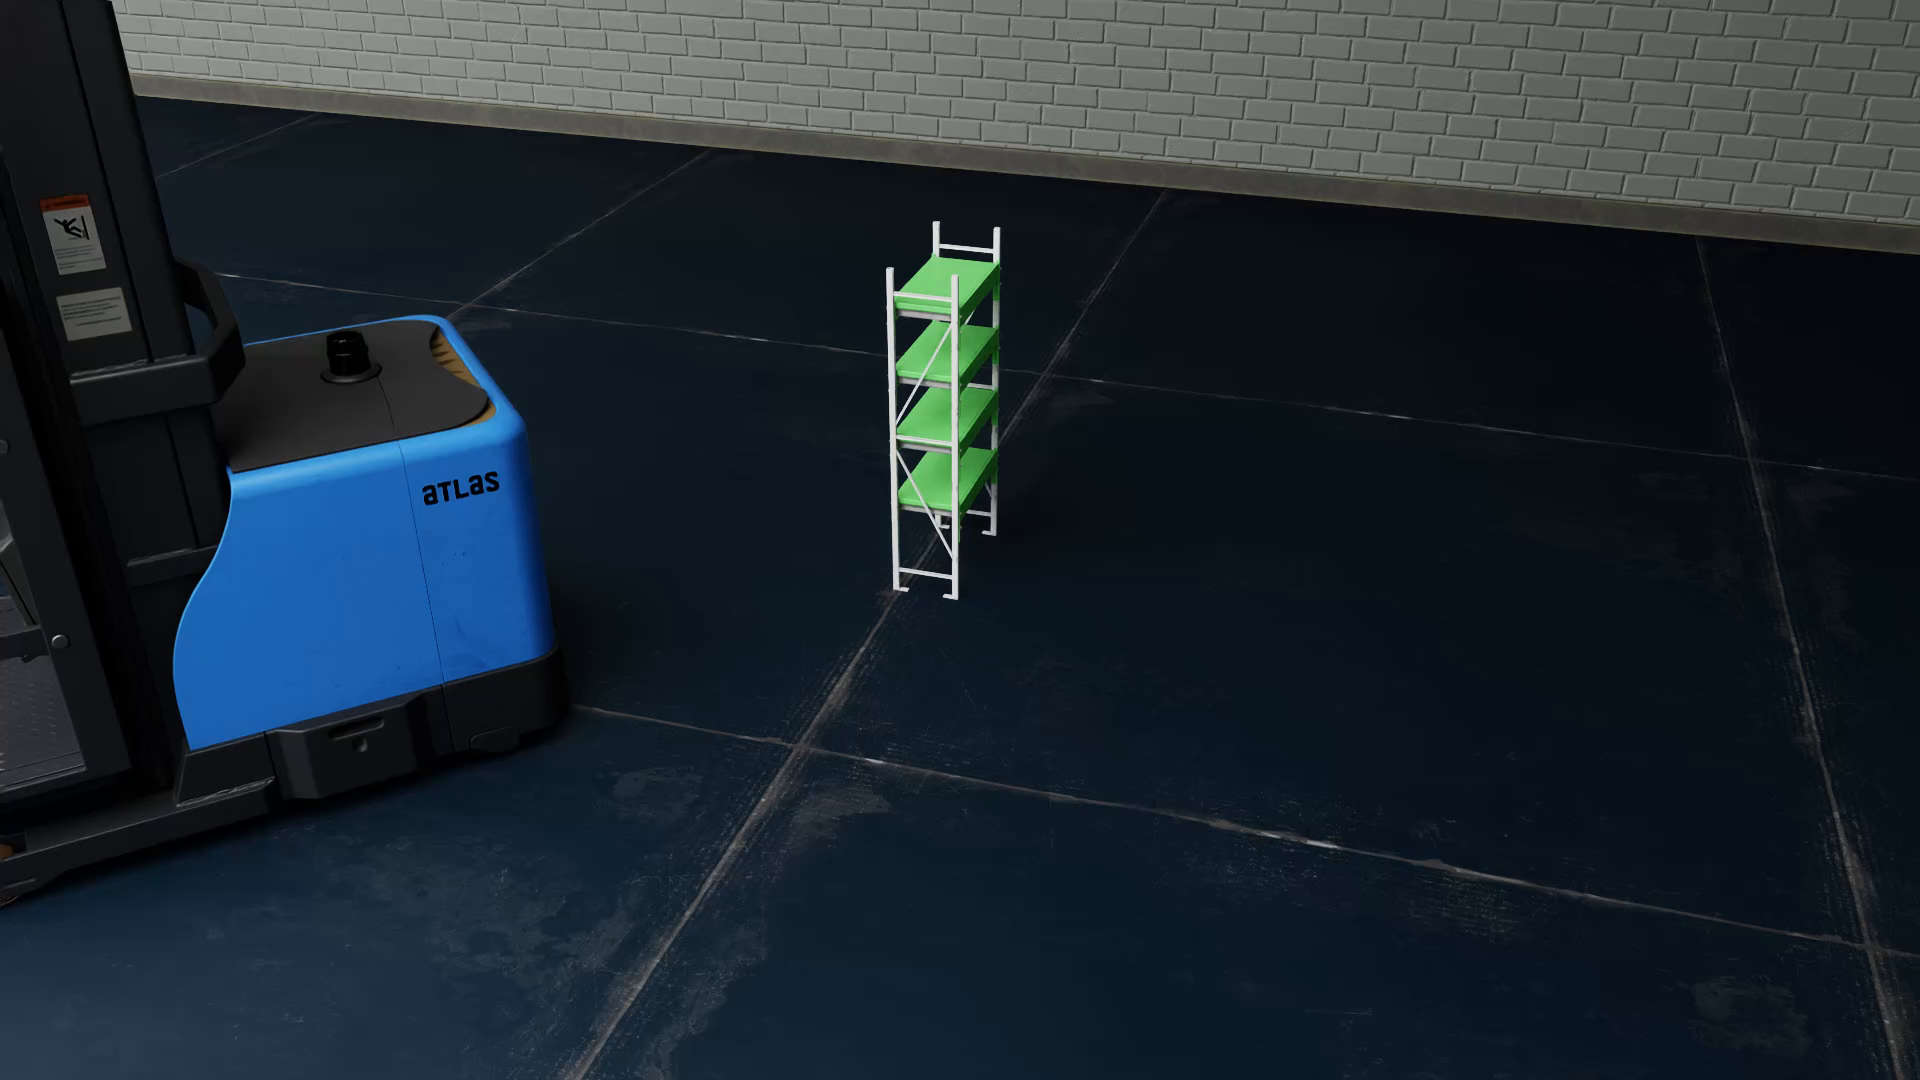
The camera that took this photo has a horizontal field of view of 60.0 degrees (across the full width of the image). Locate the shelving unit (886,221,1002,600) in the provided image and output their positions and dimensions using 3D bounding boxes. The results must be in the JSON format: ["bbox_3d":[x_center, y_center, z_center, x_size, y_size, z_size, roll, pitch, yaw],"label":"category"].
[{"bbox_3d":[-0.049,-0.447,5.820,0.258,1.200,0.503,8,30,15],"label":"shelving unit"}]

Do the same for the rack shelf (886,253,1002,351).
[{"bbox_3d":[-0.049,-0.811,5.618,0.258,0.148,0.480,8,30,15],"label":"rack shelf"}]

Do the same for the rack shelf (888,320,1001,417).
[{"bbox_3d":[-0.049,-0.601,5.734,0.258,0.148,0.480,8,30,15],"label":"rack shelf"}]

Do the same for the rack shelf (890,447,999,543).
[{"bbox_3d":[-0.049,-0.182,5.968,0.258,0.148,0.480,8,30,15],"label":"rack shelf"}]

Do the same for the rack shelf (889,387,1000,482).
[{"bbox_3d":[-0.049,-0.392,5.851,0.258,0.148,0.480,8,30,15],"label":"rack shelf"}]

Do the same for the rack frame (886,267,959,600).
[{"bbox_3d":[-0.120,-0.334,5.616,0.240,1.200,0.015,8,30,15],"label":"rack frame"}]

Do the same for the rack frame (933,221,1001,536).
[{"bbox_3d":[0.023,-0.561,6.024,0.240,1.200,0.015,8,30,15],"label":"rack frame"}]

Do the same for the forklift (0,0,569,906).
[{"bbox_3d":[-2.756,-0.542,4.210,3.031,2.935,1.130,-15,32,-25],"label":"forklift"}]
